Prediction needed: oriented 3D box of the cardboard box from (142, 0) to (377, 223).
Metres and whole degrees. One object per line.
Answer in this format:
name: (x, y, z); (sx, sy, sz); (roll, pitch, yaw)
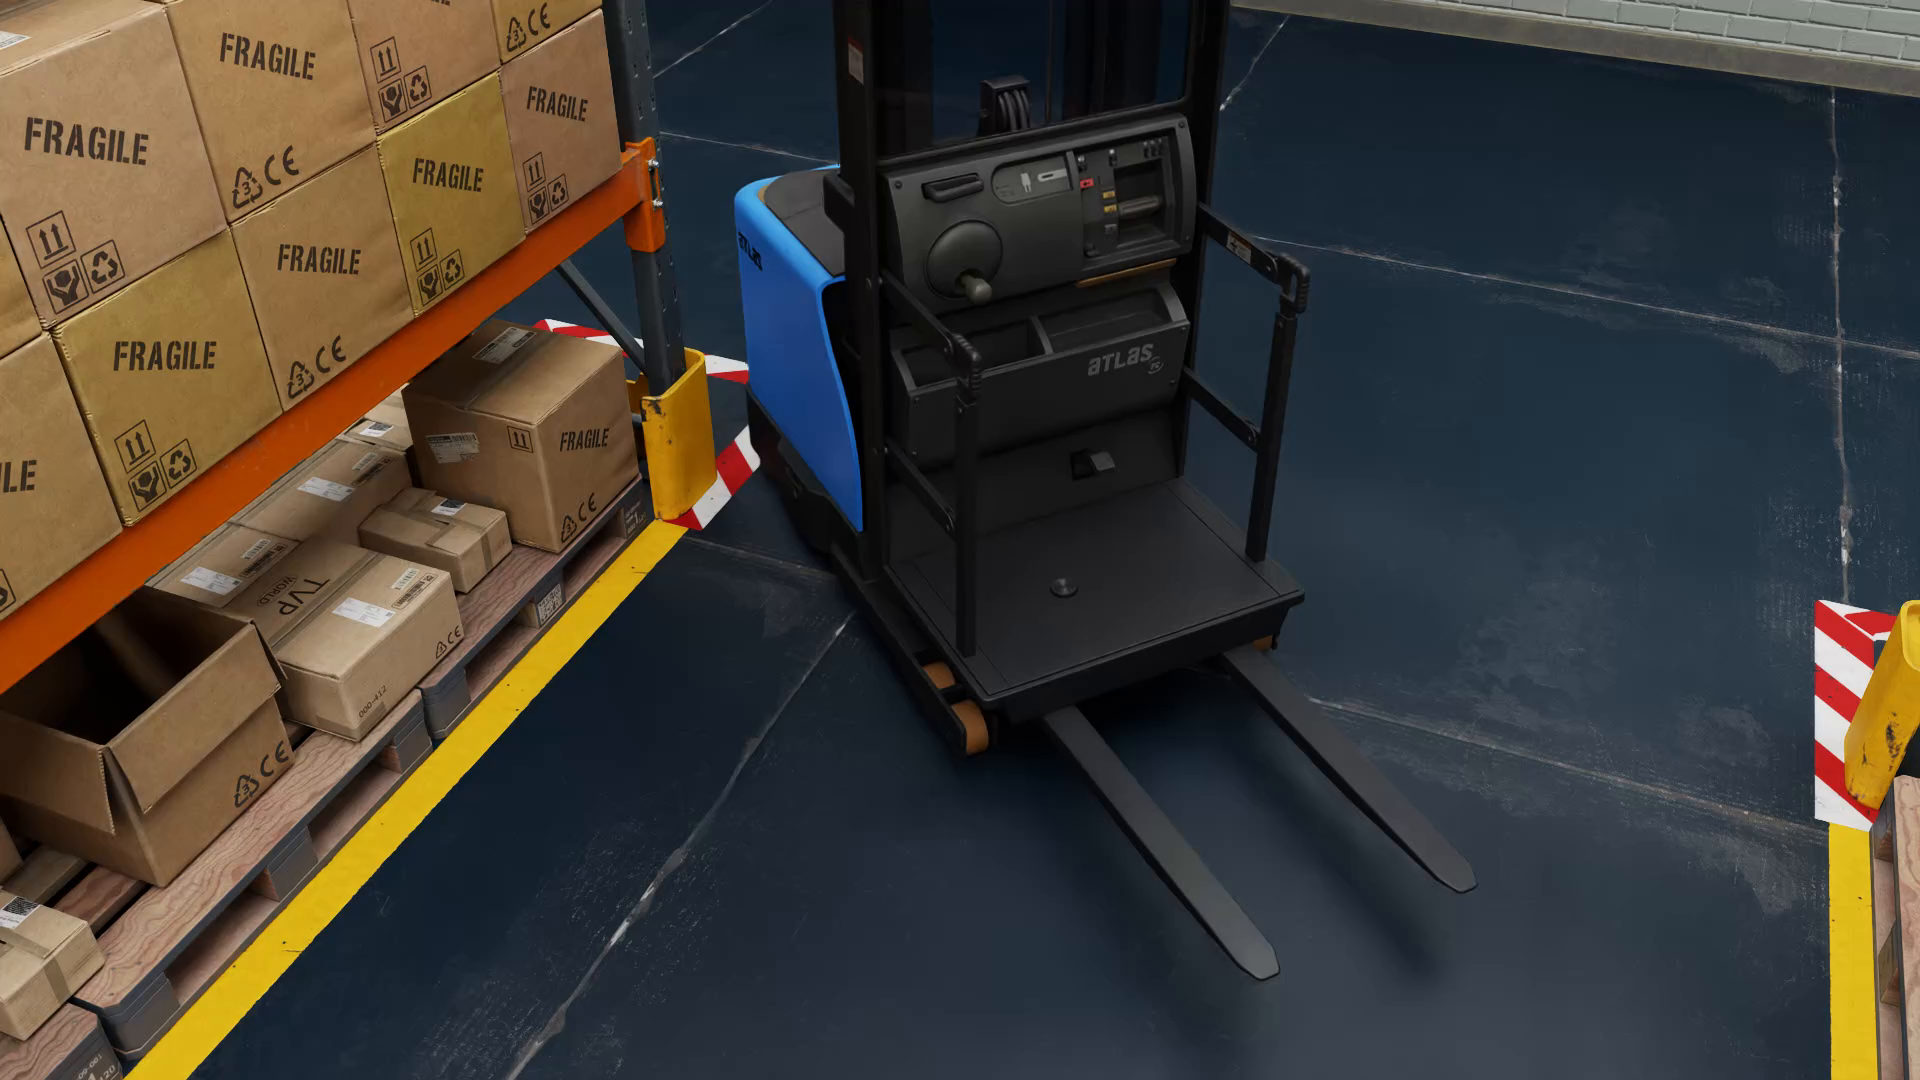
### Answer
cardboard box: (-1.740, -1.093, 3.788); (0.500, 0.500, 0.500); (15, 39, 19)

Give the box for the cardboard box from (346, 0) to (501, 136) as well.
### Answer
cardboard box: (-1.547, -1.381, 4.173); (0.500, 0.500, 0.500); (15, 39, 19)

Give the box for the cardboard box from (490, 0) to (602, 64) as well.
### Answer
cardboard box: (-1.355, -1.661, 4.548); (0.500, 0.500, 0.500); (14, 39, 17)

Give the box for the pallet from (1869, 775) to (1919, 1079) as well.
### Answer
pallet: (2.790, 1.166, 4.014); (1.003, 0.211, 1.213); (14, 39, 18)

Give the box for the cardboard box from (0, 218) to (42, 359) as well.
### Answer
cardboard box: (-2.131, -0.522, 3.025); (0.500, 0.500, 0.500); (13, 39, 16)

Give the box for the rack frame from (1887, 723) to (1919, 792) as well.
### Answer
rack frame: (3.139, -0.399, 3.778); (1.000, 3.000, 0.127); (14, 39, 18)

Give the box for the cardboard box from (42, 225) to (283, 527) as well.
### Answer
cardboard box: (-1.940, -0.418, 3.720); (0.500, 0.500, 0.500); (13, 39, 17)

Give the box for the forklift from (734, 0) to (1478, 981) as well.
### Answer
forklift: (0.339, -0.843, 4.429); (1.130, 2.935, 3.031); (-17, 40, -21)

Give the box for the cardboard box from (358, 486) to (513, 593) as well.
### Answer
cardboard box: (-1.657, -0.010, 5.257); (0.380, 0.166, 0.250); (14, 39, 18)

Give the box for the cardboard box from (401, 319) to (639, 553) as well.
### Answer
cardboard box: (-1.419, -0.347, 5.430); (0.500, 0.500, 0.500); (14, 39, 18)

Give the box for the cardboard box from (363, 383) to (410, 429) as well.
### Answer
cardboard box: (-1.917, -0.410, 5.807); (0.380, 0.149, 0.250); (14, 39, 18)

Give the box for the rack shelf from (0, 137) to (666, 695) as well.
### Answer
rack shelf: (-2.201, -0.134, 4.025); (1.077, 0.370, 4.000); (14, 39, 18)

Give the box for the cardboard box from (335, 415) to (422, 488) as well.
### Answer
cardboard box: (-2.012, -0.279, 5.617); (0.380, 0.166, 0.250); (14, 39, 18)

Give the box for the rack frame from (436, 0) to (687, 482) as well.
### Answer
rack frame: (-1.440, -1.529, 5.291); (1.000, 3.000, 0.127); (14, 39, 18)

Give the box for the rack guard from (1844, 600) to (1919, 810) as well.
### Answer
rack guard: (3.136, 0.586, 4.548); (1.175, 0.500, 0.348); (14, 39, 18)

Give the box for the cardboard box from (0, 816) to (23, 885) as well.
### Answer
cardboard box: (-2.722, 0.791, 4.065); (0.500, 0.311, 0.500); (14, 39, 18)

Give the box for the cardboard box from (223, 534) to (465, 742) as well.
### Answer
cardboard box: (-1.808, 0.272, 4.810); (0.500, 0.250, 0.500); (14, 39, 18)

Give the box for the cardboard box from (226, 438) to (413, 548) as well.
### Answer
cardboard box: (-2.100, -0.091, 5.296); (0.500, 0.250, 0.500); (14, 39, 18)

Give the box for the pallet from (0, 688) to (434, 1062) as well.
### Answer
pallet: (-2.237, 0.744, 4.578); (1.003, 0.211, 1.213); (14, 39, 18)

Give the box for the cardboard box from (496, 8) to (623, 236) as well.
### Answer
cardboard box: (-1.359, -1.259, 4.846); (0.500, 0.500, 0.500); (15, 39, 19)

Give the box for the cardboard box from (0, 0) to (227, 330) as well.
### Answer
cardboard box: (-1.935, -0.809, 3.408); (0.500, 0.500, 0.500); (15, 39, 19)

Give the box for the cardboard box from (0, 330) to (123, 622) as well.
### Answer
cardboard box: (-2.132, -0.136, 3.342); (0.500, 0.500, 0.500); (14, 39, 18)

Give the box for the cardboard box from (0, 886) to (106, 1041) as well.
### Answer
cardboard box: (-2.282, 0.980, 3.933); (0.380, 0.166, 0.250); (14, 39, 18)

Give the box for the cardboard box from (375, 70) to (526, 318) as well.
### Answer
cardboard box: (-1.553, -0.971, 4.461); (0.500, 0.500, 0.500); (14, 39, 18)

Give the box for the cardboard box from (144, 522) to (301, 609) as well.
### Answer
cardboard box: (-2.290, 0.186, 4.925); (0.500, 0.250, 0.500); (14, 39, 18)

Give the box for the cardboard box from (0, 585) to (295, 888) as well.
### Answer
cardboard box: (-2.252, 0.468, 4.337); (0.797, 0.503, 0.637); (14, 39, 18)

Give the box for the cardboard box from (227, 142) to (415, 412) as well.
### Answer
cardboard box: (-1.748, -0.696, 4.093); (0.500, 0.500, 0.500); (14, 39, 18)

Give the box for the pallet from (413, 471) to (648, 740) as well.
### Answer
pallet: (-1.771, 0.071, 5.479); (1.003, 0.211, 1.213); (14, 39, 18)

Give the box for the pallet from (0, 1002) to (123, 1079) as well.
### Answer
pallet: (-2.700, 1.422, 3.671); (1.003, 0.211, 1.213); (14, 39, 18)

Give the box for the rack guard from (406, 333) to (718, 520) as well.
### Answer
rack guard: (-1.469, -0.486, 5.983); (1.175, 0.500, 0.348); (14, 39, 18)
